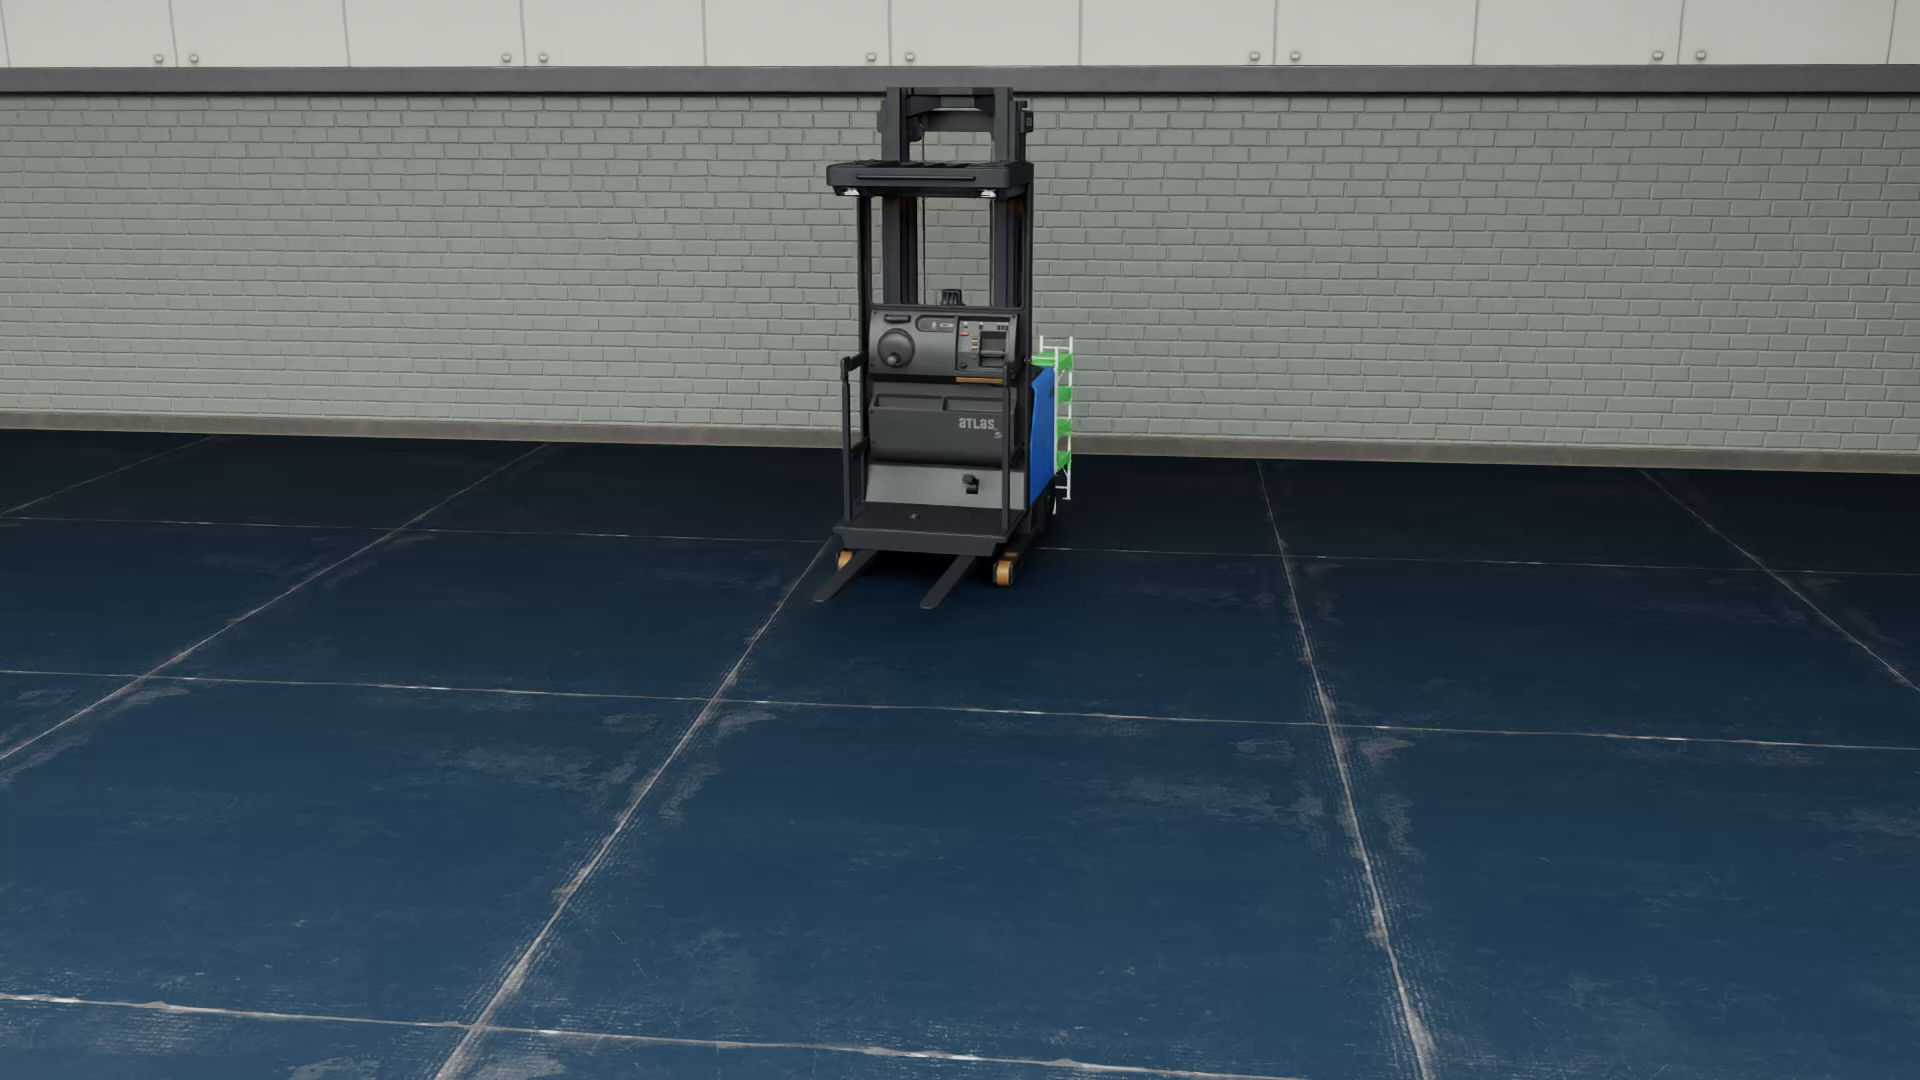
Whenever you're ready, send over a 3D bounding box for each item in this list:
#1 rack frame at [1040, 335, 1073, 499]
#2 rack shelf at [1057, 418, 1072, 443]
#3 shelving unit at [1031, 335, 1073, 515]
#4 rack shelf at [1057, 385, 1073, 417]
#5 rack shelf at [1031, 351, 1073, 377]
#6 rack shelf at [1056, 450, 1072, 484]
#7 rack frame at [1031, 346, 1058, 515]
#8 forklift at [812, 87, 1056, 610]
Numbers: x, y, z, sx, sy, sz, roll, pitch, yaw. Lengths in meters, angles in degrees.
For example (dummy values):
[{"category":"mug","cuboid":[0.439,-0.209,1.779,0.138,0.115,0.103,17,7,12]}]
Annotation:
[{"category":"rack frame","cuboid":[0.696,-0.892,12.163,0.240,1.200,0.015,4,16,15]},{"category":"rack shelf","cuboid":[0.630,-0.769,11.952,0.258,0.148,0.480,4,16,15]},{"category":"shelving unit","cuboid":[0.630,-0.831,11.936,0.258,1.200,0.503,4,16,15]},{"category":"rack shelf","cuboid":[0.630,-1.001,11.890,0.258,0.148,0.480,4,16,15]},{"category":"rack shelf","cuboid":[0.630,-1.232,11.827,0.258,0.148,0.480,4,16,15]},{"category":"rack shelf","cuboid":[0.630,-0.537,12.015,0.258,0.148,0.480,4,16,15]},{"category":"rack frame","cuboid":[0.564,-0.769,11.709,0.240,1.200,0.015,4,16,15]},{"category":"forklift","cuboid":[-0.151,-1.235,10.115,1.130,2.935,3.031,3,15,12]}]
